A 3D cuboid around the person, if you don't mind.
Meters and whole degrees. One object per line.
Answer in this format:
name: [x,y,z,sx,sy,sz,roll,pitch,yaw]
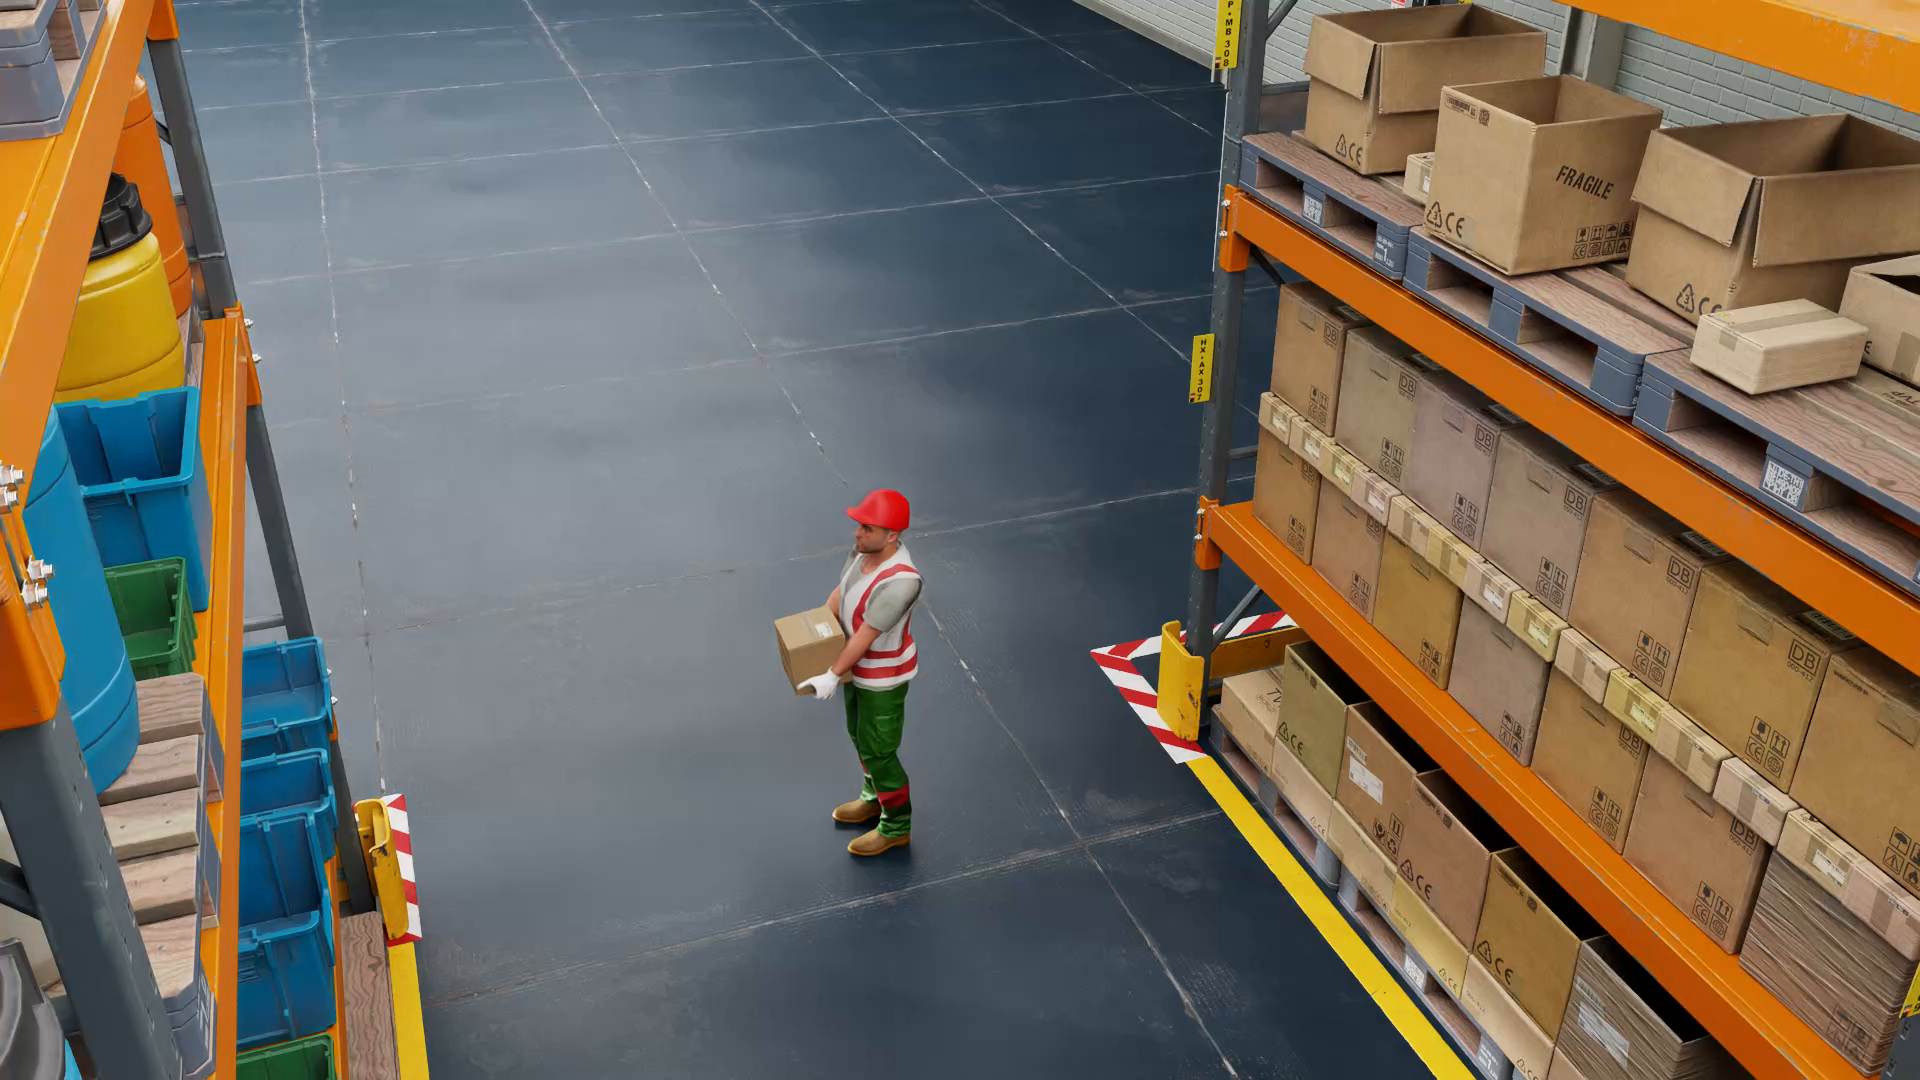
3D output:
person: [-0.465,0.595,7.277,0.564,1.784,0.494,-10,31,-17]
